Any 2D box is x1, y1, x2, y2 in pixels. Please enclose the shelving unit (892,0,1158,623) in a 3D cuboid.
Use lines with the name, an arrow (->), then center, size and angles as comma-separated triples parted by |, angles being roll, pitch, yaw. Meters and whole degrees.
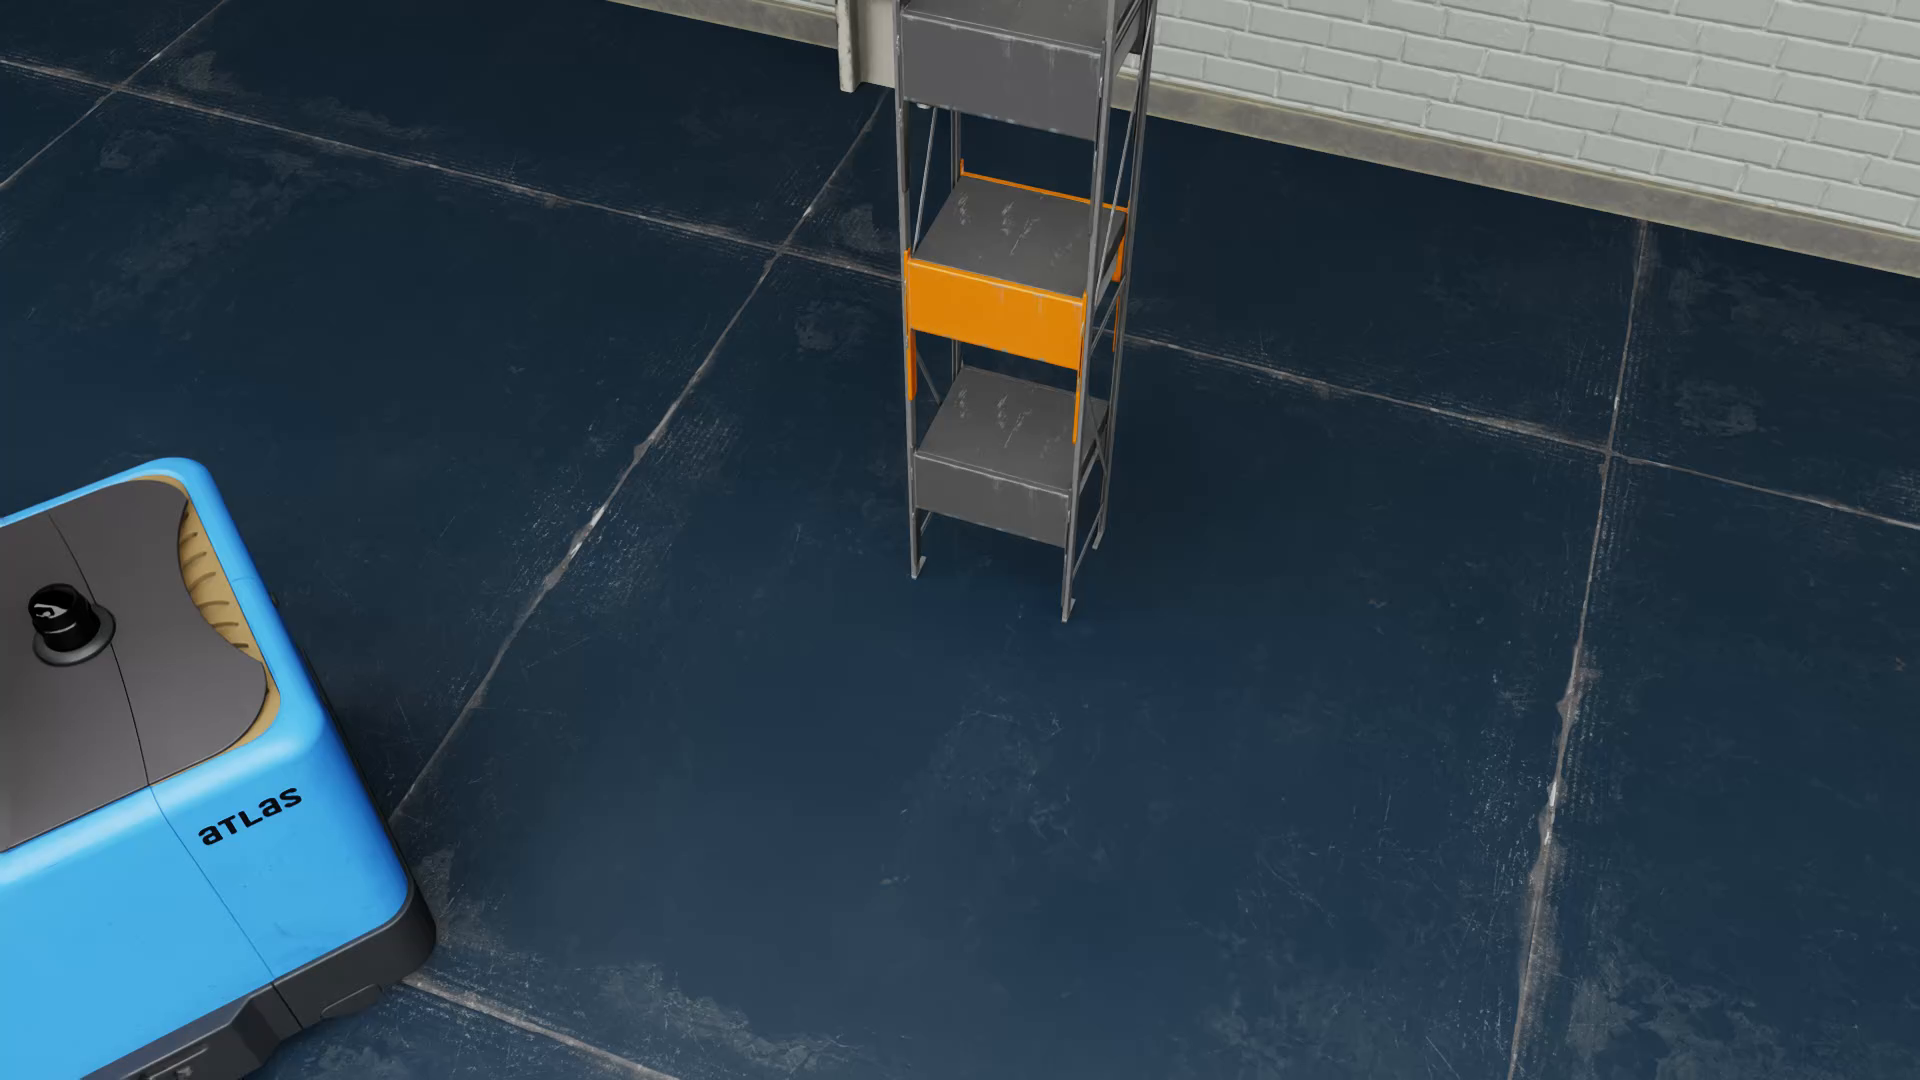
shelving unit -> 0.155, -0.644, 4.419 | 0.503, 2.100, 0.431 | 16, 51, 13

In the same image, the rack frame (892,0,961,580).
rack frame -> -0.074, -0.708, 4.474 | 0.015, 2.100, 0.400 | 16, 51, 13

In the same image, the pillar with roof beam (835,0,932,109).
pillar with roof beam -> -1.749, -1.810, 0.864 | 0.400, 9.000, 9.100 | 16, 51, 13

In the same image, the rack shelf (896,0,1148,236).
rack shelf -> 0.155, -1.094, 3.900 | 0.480, 0.518, 0.431 | 16, 51, 13

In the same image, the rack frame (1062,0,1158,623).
rack frame -> 0.384, -0.580, 4.364 | 0.015, 2.100, 0.400 | 16, 51, 13

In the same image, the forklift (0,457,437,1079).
forklift -> -2.860, 0.426, 2.941 | 3.031, 2.935, 1.130 | -26, 54, -21

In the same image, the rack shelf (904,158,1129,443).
rack shelf -> 0.155, -0.635, 4.429 | 0.480, 0.518, 0.431 | 16, 51, 13

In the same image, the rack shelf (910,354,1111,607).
rack shelf -> 0.155, -0.177, 4.958 | 0.480, 0.518, 0.431 | 16, 51, 13
